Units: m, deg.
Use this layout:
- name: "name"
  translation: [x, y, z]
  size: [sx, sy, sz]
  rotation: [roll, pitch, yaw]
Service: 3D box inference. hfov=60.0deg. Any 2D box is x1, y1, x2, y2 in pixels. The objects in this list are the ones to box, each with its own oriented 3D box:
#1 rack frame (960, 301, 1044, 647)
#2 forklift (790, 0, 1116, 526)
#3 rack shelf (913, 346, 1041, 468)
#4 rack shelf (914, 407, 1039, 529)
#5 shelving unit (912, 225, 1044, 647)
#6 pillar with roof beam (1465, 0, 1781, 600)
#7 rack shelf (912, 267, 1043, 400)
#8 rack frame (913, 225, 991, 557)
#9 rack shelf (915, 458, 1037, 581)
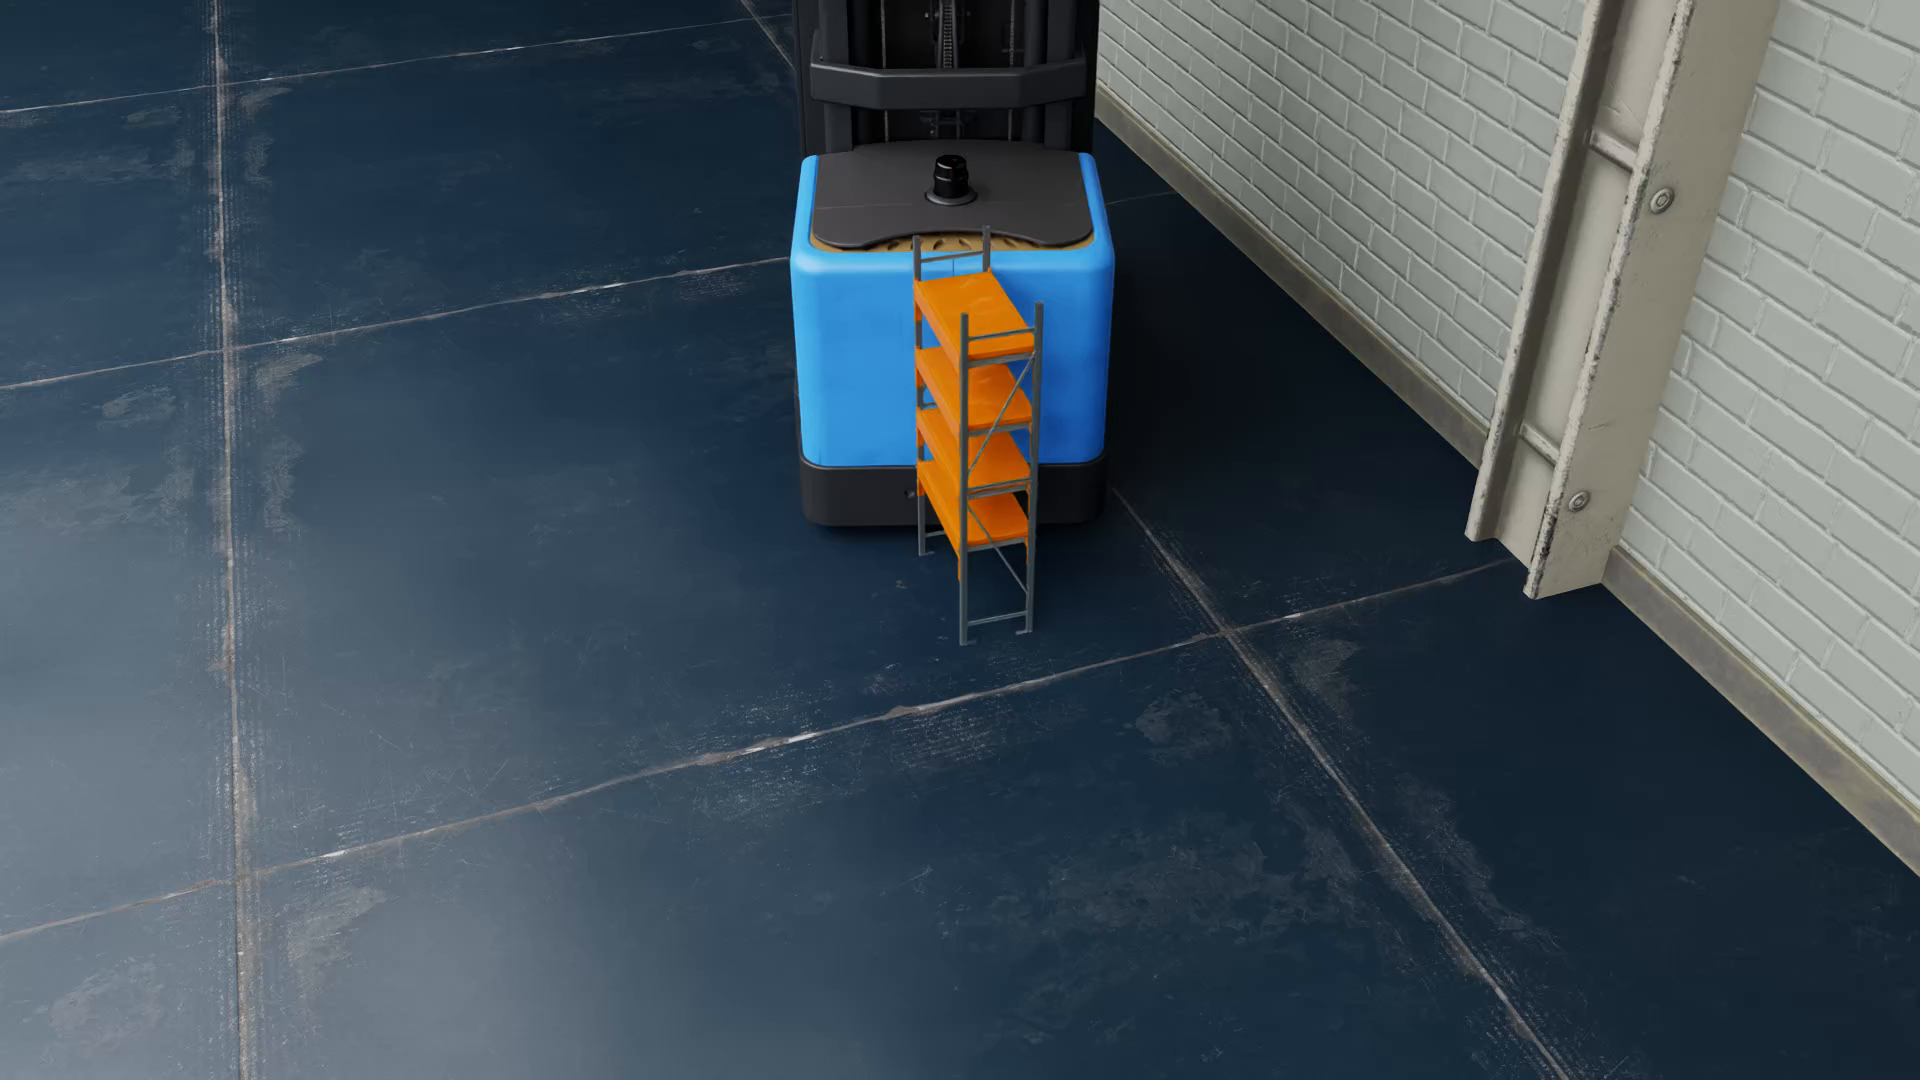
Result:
- name: "rack frame"
  translation: [0.116, -0.164, 4.970]
  size: [0.240, 1.200, 0.015]
  rotation: [-10, 38, -13]
- name: "forklift"
  translation: [-0.056, -2.076, 6.070]
  size: [1.130, 2.935, 3.031]
  rotation: [-1, 37, -1]
- name: "rack shelf"
  translation: [0.046, -0.429, 5.062]
  size: [0.258, 0.148, 0.480]
  rotation: [-10, 38, -13]
- name: "rack shelf"
  translation: [0.046, -0.250, 5.197]
  size: [0.258, 0.148, 0.480]
  rotation: [-10, 38, -13]
- name: "shelving unit"
  translation: [0.046, -0.304, 5.157]
  size: [0.258, 1.200, 0.503]
  rotation: [-10, 38, -13]
- name: "pillar with roof beam"
  translation: [-2.078, -2.649, 1.787]
  size: [9.100, 9.000, 0.400]
  rotation: [-12, 39, -16]
- name: "rack shelf"
  translation: [0.046, -0.618, 4.920]
  size: [0.258, 0.148, 0.480]
  rotation: [-10, 38, -13]
- name: "rack frame"
  translation: [-0.024, -0.445, 5.343]
  size: [0.240, 1.200, 0.015]
  rotation: [-10, 38, -13]
- name: "rack shelf"
  translation: [0.046, -0.092, 5.316]
  size: [0.258, 0.148, 0.480]
  rotation: [-10, 38, -13]
